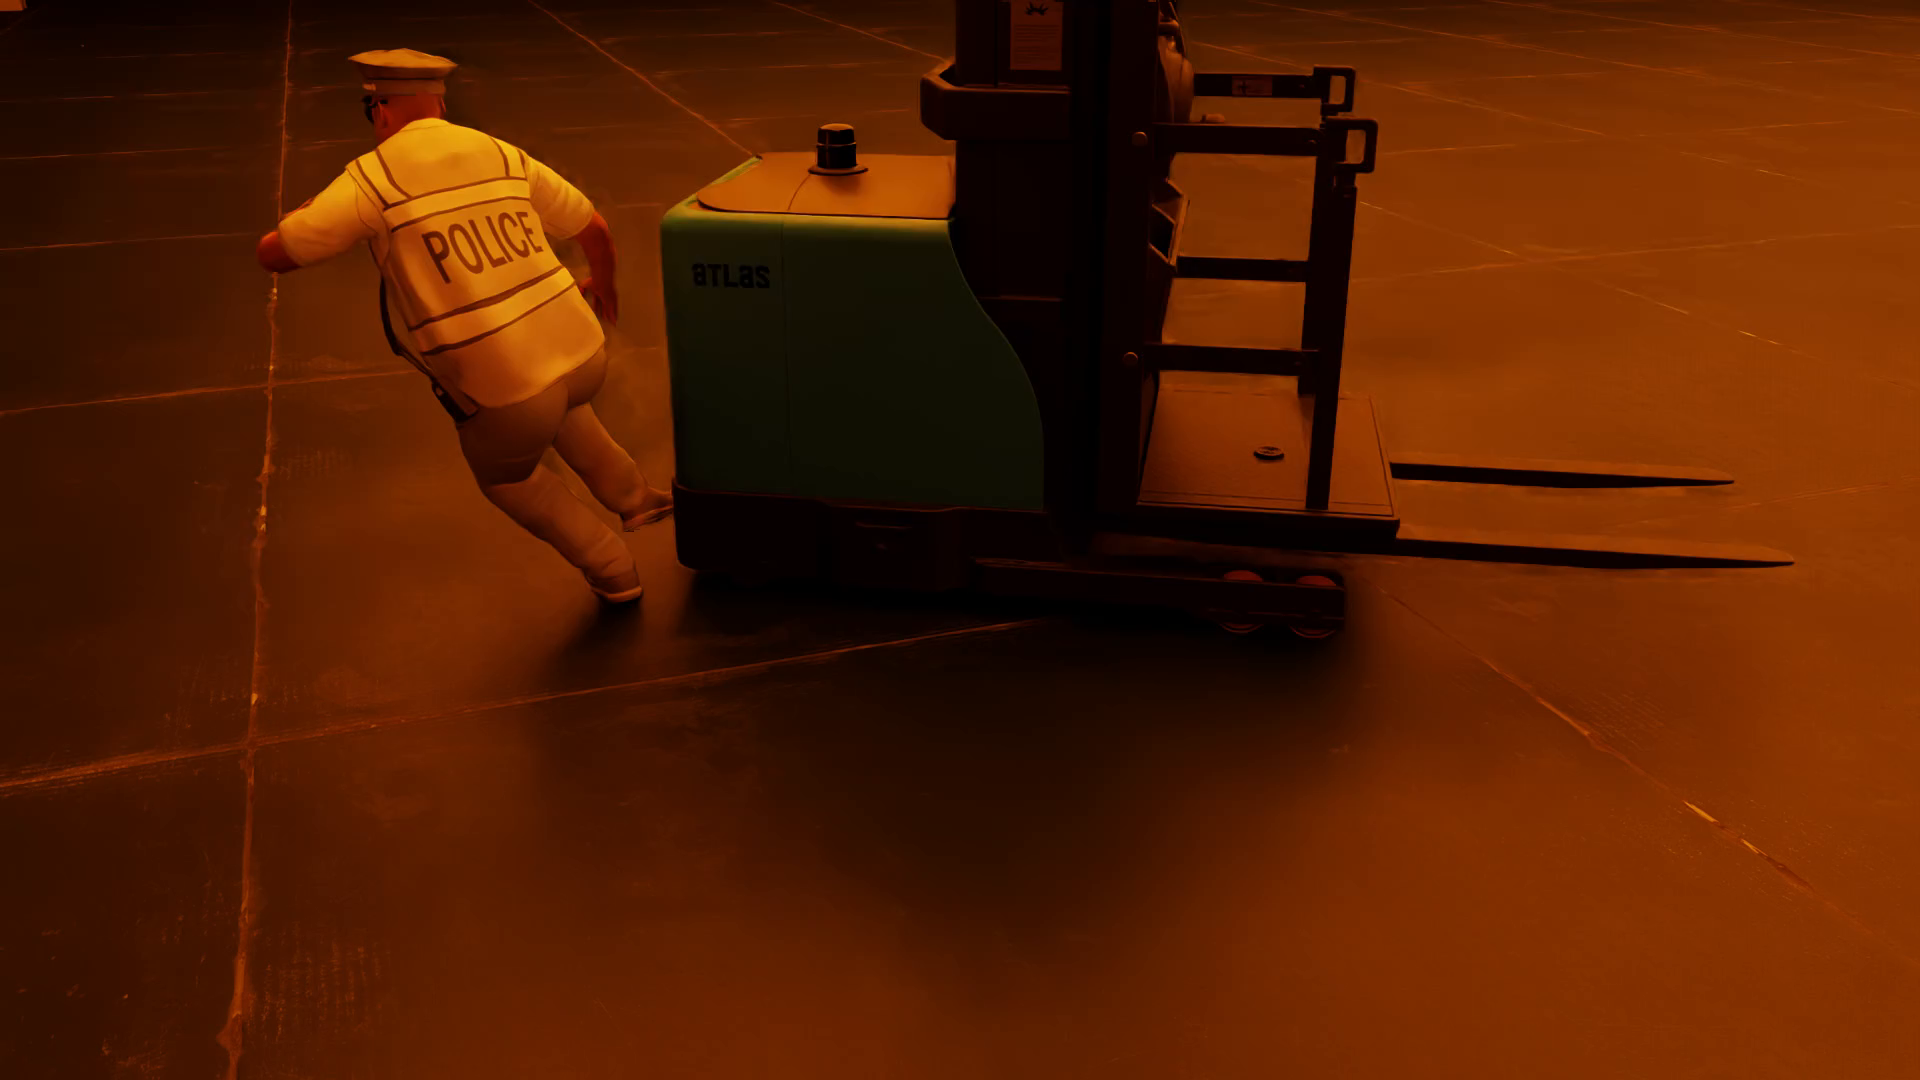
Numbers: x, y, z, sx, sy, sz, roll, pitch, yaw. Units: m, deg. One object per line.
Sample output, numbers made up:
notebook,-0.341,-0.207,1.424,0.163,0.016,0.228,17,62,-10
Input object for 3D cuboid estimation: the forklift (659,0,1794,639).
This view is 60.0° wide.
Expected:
forklift,0.752,-1.309,4.412,3.031,2.935,1.130,4,23,9

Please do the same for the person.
person,-1.256,-0.545,4.471,0.951,1.516,1.080,17,28,35
